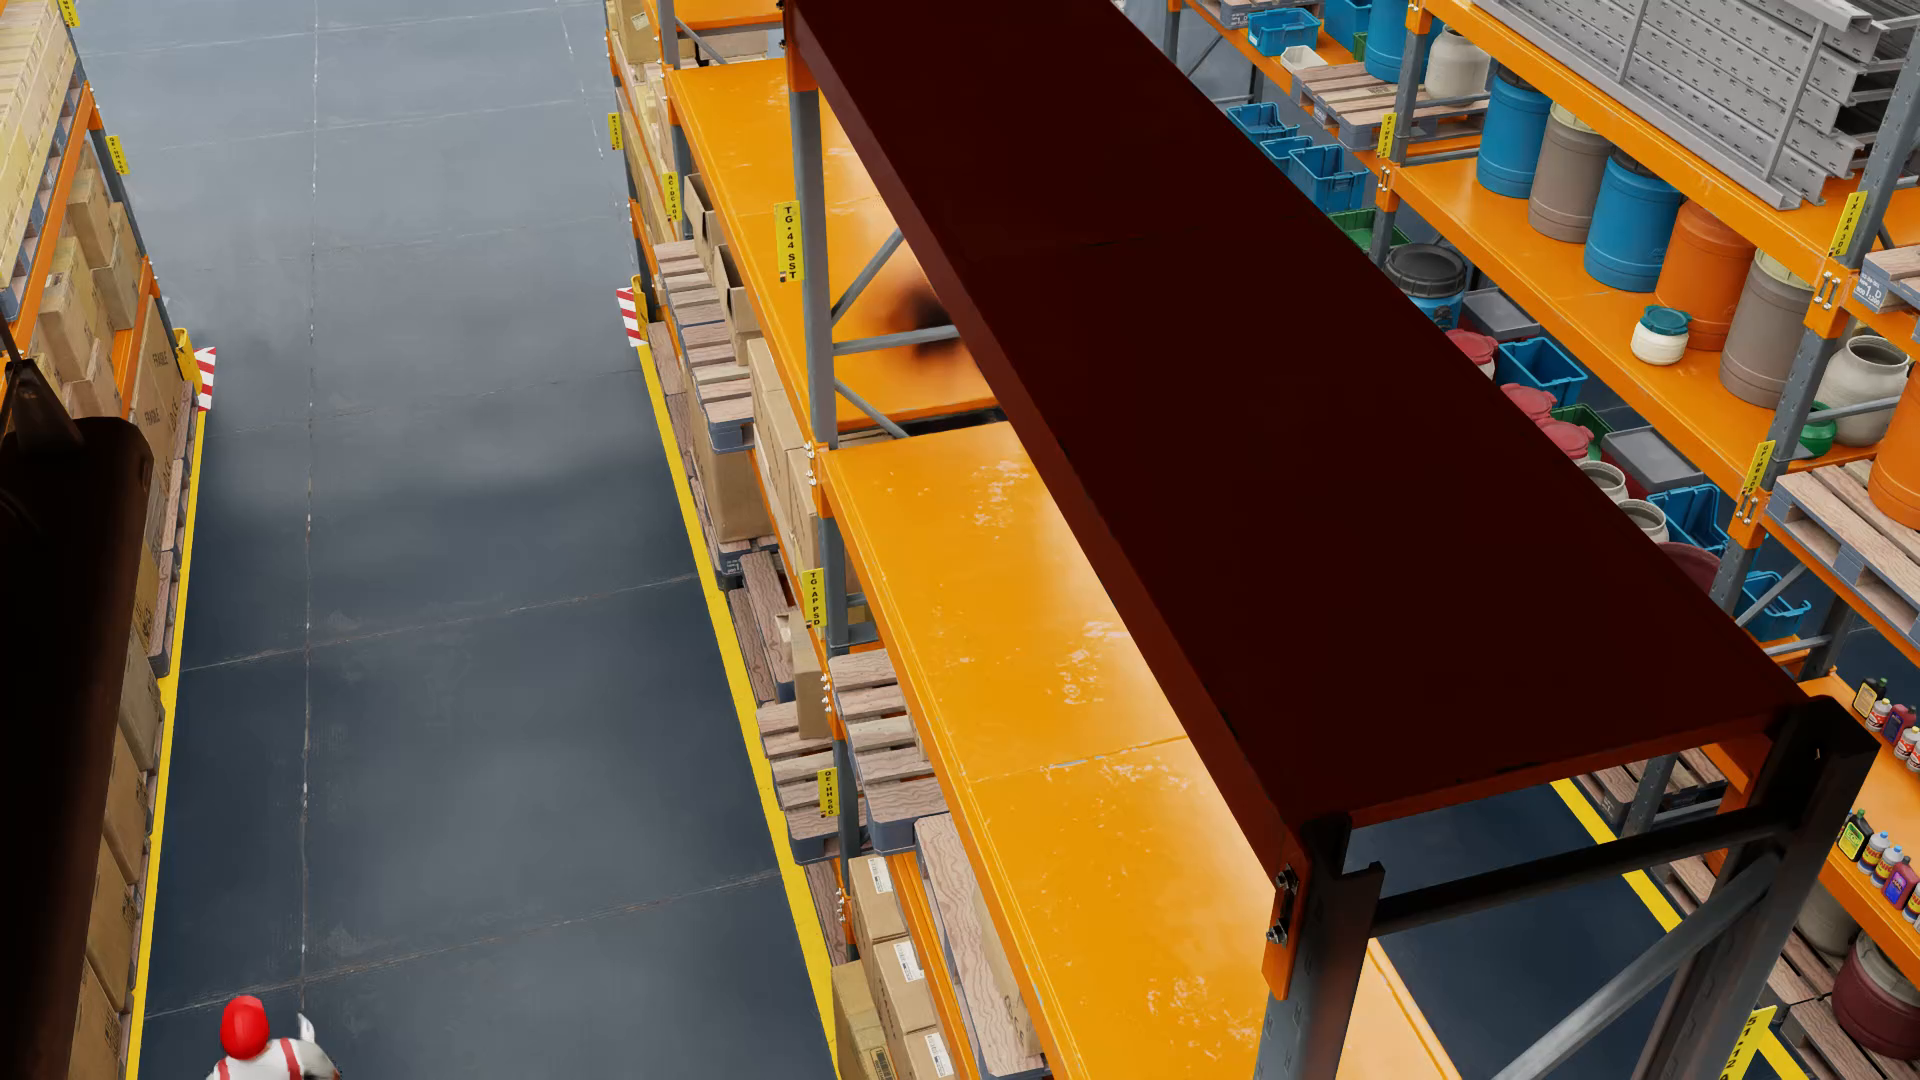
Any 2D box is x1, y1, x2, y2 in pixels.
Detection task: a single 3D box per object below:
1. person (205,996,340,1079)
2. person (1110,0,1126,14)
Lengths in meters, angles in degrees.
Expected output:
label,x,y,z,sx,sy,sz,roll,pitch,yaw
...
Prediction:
label,x,y,z,sx,sy,sz,roll,pitch,yaw
person,-3.228,2.743,7.937,0.634,1.789,0.648,-10,39,-12
person,1.727,-6.109,19.213,0.717,1.749,0.545,6,39,8
